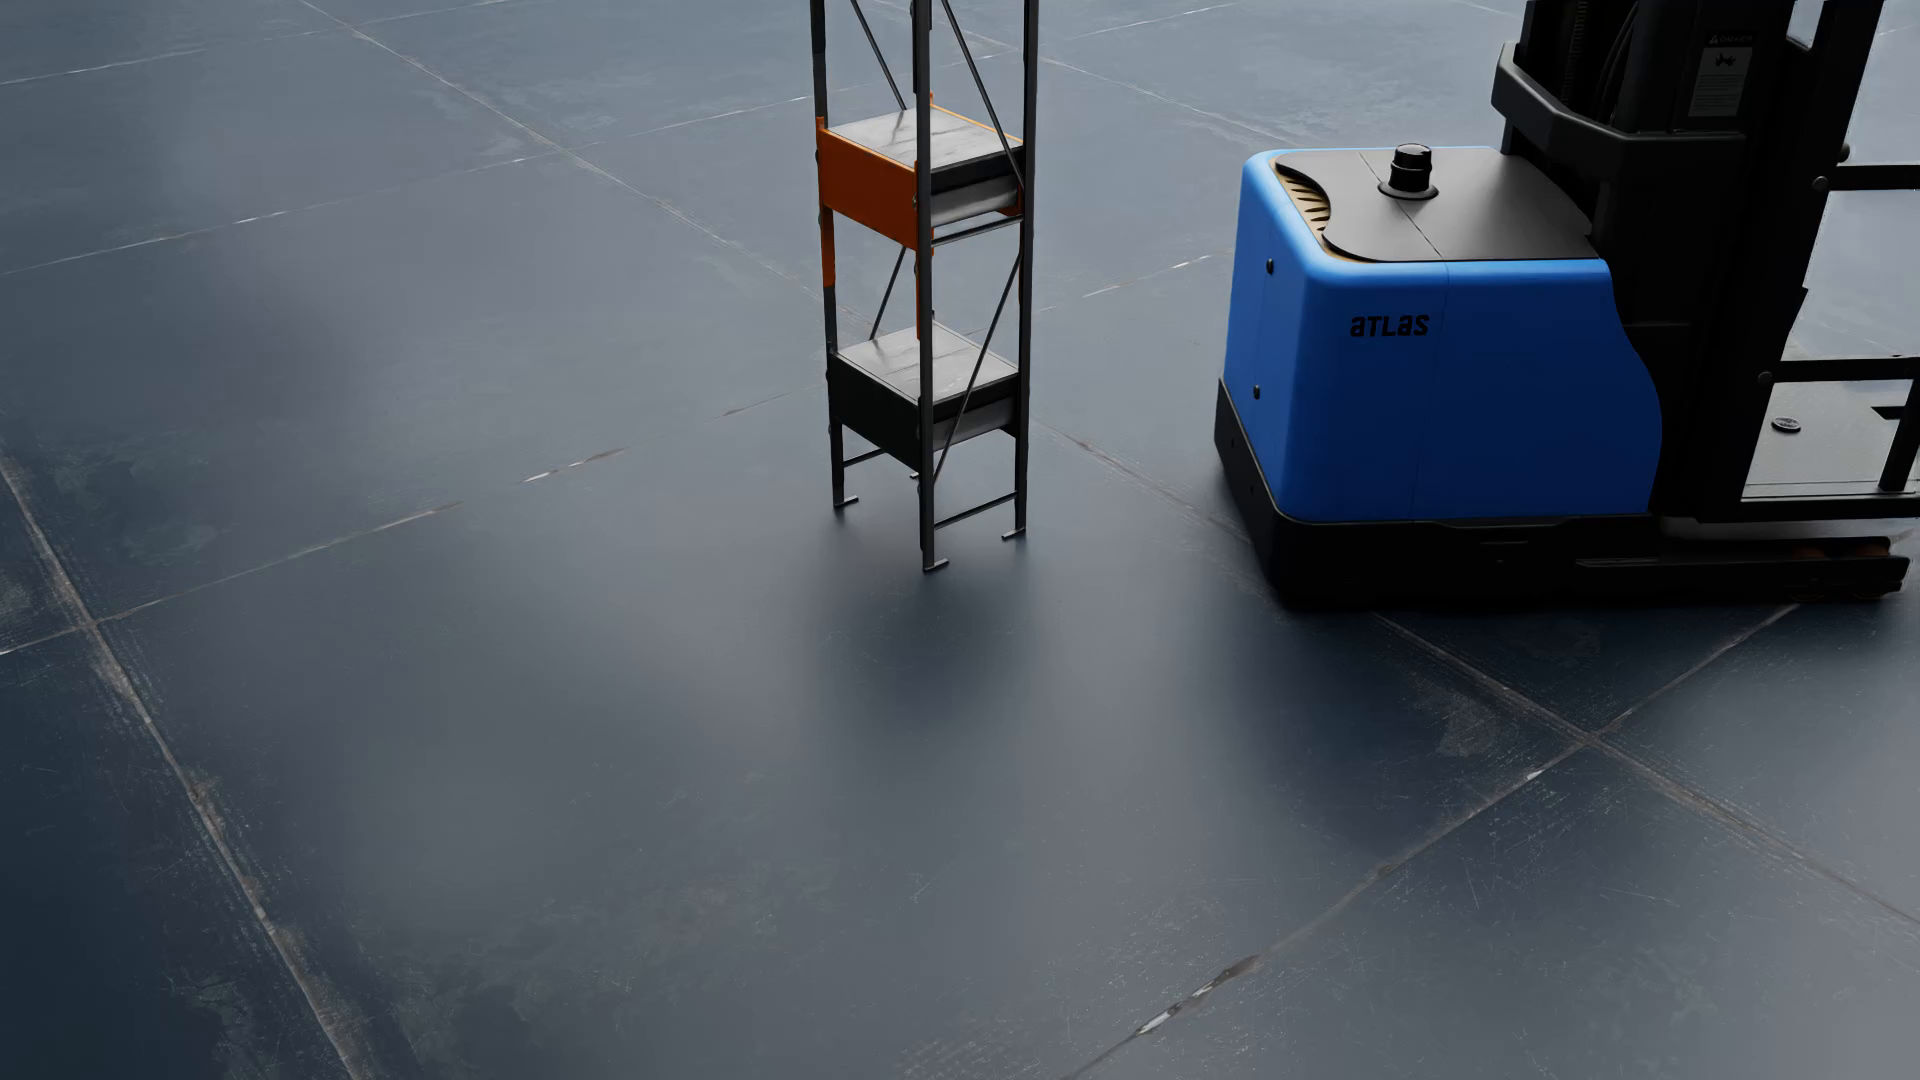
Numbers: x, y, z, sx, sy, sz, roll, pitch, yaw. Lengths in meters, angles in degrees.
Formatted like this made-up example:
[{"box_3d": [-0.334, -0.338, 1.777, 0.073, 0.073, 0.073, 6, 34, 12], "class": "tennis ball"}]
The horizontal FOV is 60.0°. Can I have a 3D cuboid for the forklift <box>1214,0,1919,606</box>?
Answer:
[{"box_3d": [2.399, -1.340, 4.629, 3.031, 2.935, 1.130, -2, 32, -3], "class": "forklift"}]

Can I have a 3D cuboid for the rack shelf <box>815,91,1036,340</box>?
[{"box_3d": [-0.101, -0.949, 4.814, 0.431, 0.518, 0.480, -22, 38, -31], "class": "rack shelf"}]

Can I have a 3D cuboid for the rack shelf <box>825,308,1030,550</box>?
[{"box_3d": [-0.101, -0.355, 5.184, 0.431, 0.518, 0.480, -22, 38, -31], "class": "rack shelf"}]

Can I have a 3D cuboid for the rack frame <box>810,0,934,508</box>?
[{"box_3d": [-0.251, -1.063, 4.971, 0.400, 2.100, 0.015, -22, 38, -31], "class": "rack frame"}]

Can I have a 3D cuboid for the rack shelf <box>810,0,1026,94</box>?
[{"box_3d": [-0.101, -1.544, 4.445, 0.431, 0.518, 0.480, -22, 38, -31], "class": "rack shelf"}]

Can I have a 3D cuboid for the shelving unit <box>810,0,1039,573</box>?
[{"box_3d": [-0.101, -0.961, 4.807, 0.431, 2.100, 0.503, -22, 38, -31], "class": "shelving unit"}]

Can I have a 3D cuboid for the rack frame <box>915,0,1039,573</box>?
[{"box_3d": [0.048, -0.859, 4.643, 0.400, 2.100, 0.015, -22, 38, -31], "class": "rack frame"}]
